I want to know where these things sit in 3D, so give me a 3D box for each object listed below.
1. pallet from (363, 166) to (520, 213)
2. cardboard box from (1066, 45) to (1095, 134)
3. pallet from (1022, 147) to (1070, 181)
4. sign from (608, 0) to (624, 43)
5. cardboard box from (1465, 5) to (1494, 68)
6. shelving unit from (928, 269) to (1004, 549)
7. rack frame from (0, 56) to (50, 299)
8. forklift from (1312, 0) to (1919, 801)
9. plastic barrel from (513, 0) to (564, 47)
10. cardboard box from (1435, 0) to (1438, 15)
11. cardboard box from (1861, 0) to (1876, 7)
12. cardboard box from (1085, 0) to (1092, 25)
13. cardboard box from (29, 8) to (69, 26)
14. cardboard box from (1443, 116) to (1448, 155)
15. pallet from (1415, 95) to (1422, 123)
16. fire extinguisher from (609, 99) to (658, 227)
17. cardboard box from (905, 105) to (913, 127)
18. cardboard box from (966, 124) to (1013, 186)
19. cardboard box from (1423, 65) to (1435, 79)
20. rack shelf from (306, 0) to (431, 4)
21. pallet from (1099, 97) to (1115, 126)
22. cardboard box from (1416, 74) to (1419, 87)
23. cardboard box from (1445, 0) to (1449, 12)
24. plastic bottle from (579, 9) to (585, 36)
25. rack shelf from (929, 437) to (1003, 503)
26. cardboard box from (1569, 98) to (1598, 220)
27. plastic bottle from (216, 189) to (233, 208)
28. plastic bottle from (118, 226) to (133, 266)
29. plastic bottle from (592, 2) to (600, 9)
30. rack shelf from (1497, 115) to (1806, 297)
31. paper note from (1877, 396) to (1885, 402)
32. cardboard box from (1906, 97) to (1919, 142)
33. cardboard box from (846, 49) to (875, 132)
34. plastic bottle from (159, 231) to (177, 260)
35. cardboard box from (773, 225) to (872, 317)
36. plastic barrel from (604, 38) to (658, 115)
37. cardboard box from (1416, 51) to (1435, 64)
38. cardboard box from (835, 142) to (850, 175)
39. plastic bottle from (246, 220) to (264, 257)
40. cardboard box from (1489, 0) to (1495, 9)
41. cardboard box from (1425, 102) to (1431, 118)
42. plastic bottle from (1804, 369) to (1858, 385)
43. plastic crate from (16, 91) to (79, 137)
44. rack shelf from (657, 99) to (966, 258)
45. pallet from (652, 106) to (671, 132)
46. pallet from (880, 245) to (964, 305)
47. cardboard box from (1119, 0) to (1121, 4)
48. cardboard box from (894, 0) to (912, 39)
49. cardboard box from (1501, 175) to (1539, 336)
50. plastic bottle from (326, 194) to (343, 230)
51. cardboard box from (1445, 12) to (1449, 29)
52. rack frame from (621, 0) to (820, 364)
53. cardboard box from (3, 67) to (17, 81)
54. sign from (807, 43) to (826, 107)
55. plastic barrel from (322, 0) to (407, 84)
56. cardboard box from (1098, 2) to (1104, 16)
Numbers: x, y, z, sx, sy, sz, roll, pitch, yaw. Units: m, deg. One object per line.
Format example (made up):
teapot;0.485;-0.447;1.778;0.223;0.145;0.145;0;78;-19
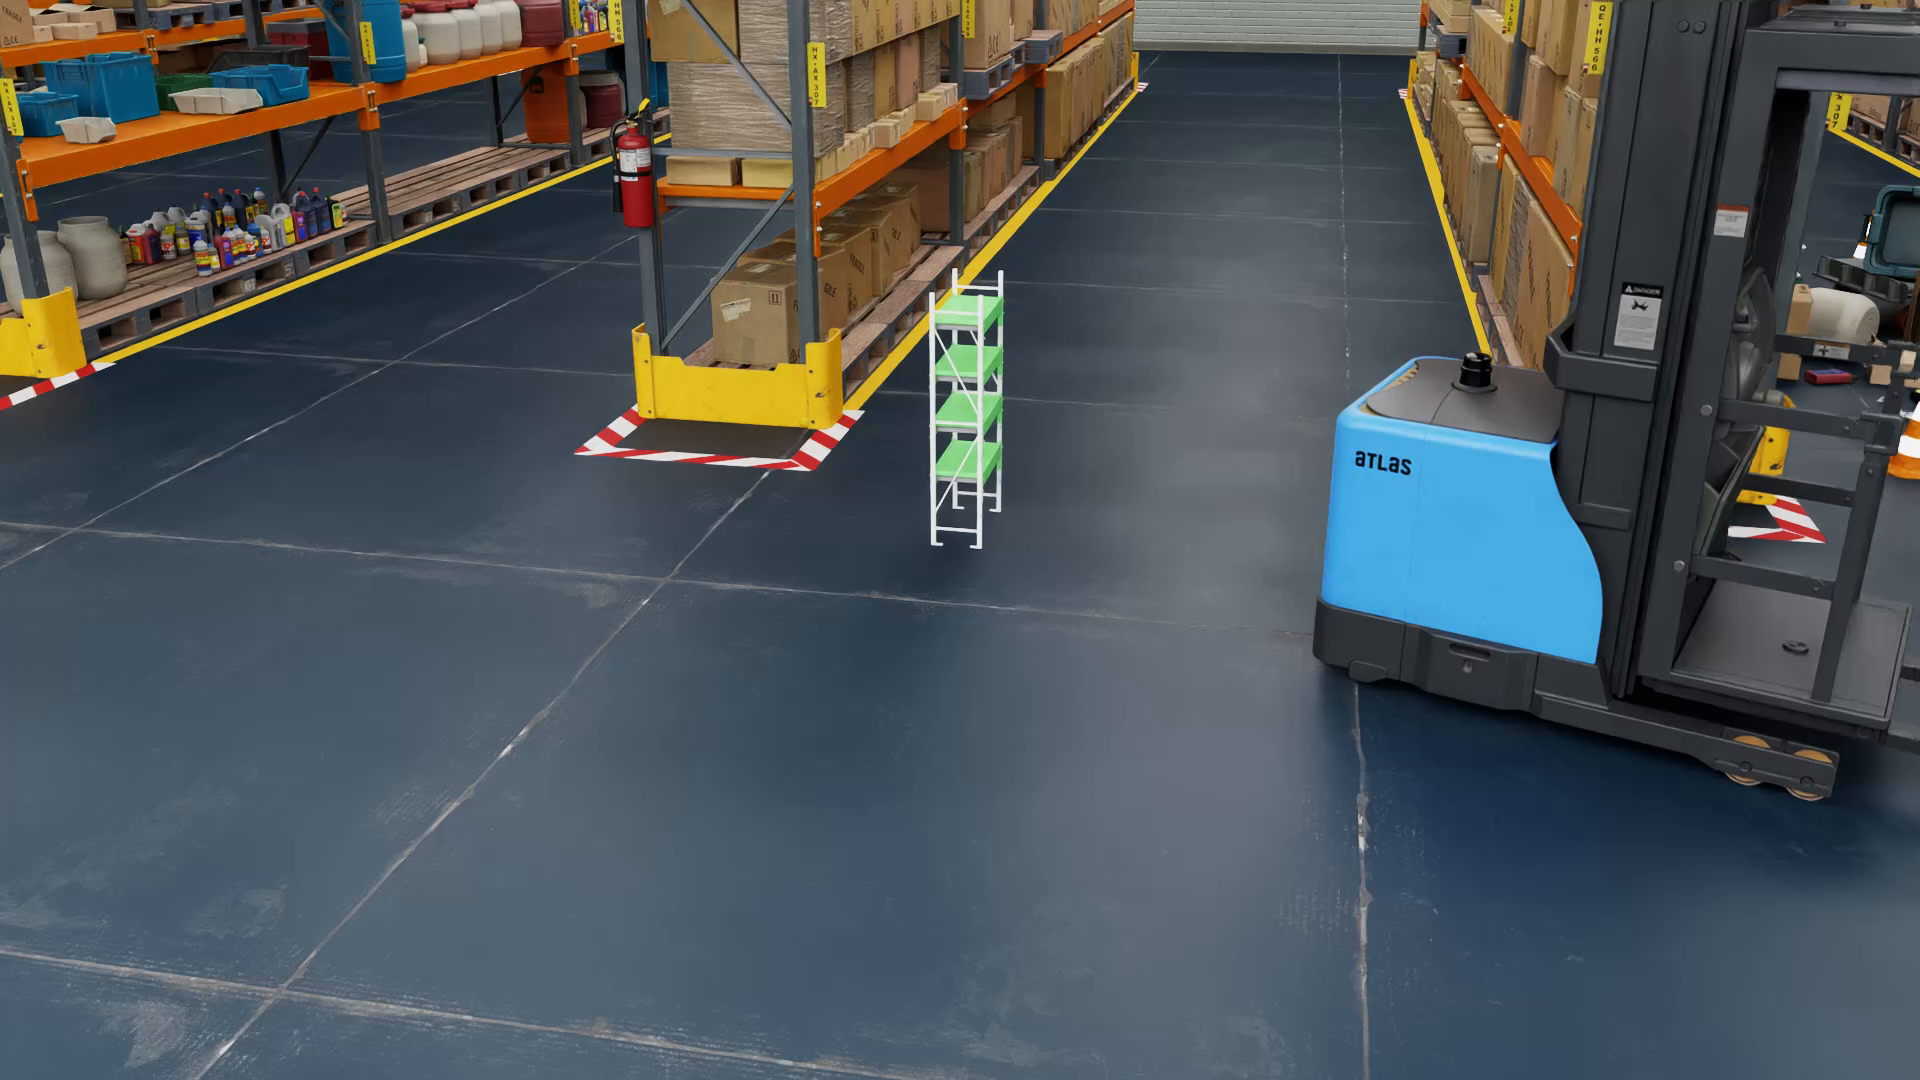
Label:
pallet;-4.953;-3.377;15.956;1.003;0.211;1.213;4;22;11
cardboard box;0.867;-5.128;18.852;1.225;0.875;0.875;4;22;9
pallet;0.577;-4.007;17.520;1.003;0.211;1.213;4;22;11
sign;-1.829;-2.825;8.881;0.100;0.325;0.005;4;22;11
cardboard box;4.822;-4.506;14.892;0.500;0.500;0.500;5;22;12
shelving unit;0.034;-0.617;7.780;0.258;1.200;0.503;4;22;11
rack frame;-6.138;-2.470;9.971;1.000;3.000;0.127;4;22;11
forklift;2.913;-0.701;5.670;3.031;2.935;1.130;13;25;29
plastic barrel;-4.304;-5.266;16.731;0.600;0.536;0.708;4;22;11
cardboard box;5.254;-5.657;17.659;0.380;0.149;0.250;3;22;9
cardboard box;10.893;-6.334;19.433;0.500;0.500;0.500;4;22;10
cardboard box;1.223;-6.155;18.987;0.500;0.500;0.500;5;23;13
cardboard box;-9.726;-5.421;17.417;0.500;0.311;0.500;4;22;10
cardboard box;5.166;-4.088;16.774;0.500;0.500;0.500;5;23;13
pallet;6.343;-5.468;21.148;1.003;0.211;1.213;4;22;11
fire extinguisher;-1.764;-2.050;9.031;0.296;0.674;0.183;4;22;11
cardboard box;-0.533;-2.884;11.336;0.380;0.149;0.250;4;22;11
cardboard box;0.125;-3.612;15.564;0.700;0.500;0.500;3;22;6
cardboard box;6.006;-5.847;20.813;0.380;0.149;0.250;4;22;9
rack shelf;-8.130;-7.635;23.759;1.077;0.370;4.000;4;22;11
pallet;1.391;-5.459;21.127;1.003;0.211;1.213;4;22;11
cardboard box;6.390;-6.234;22.571;0.380;0.149;0.250;5;22;12
cardboard box;4.937;-5.229;16.197;0.380;0.149;0.250;5;22;12
plastic bottle;-4.051;-5.510;17.691;0.097;0.271;0.097;0;22;0
rack shelf;0.034;-0.335;7.893;0.258;0.148;0.480;4;22;11
cardboard box;3.577;-1.886;8.320;0.875;0.550;0.550;4;22;11
plastic bottle;-5.893;-2.644;13.361;0.144;0.351;0.185;5;22;12
plastic bottle;-6.187;-2.163;12.256;0.061;0.283;0.133;5;22;12
plastic bottle;-4.267;-6.200;19.498;0.097;0.201;0.097;0;22;0
rack shelf;3.954;-2.075;9.953;1.077;0.370;4.000;4;22;11
paper note;5.507;-0.840;9.926;0.032;0.001;0.123;18;28;38
cardboard box;10.812;-4.702;17.795;0.875;0.875;0.875;5;23;13
cardboard box;-1.022;-2.847;10.376;0.875;0.500;0.500;4;22;11
plastic bottle;-5.960;-2.219;12.505;0.097;0.201;0.097;0;22;0
cardboard box;-0.911;-1.803;11.100;0.500;0.500;0.500;7;23;16
plastic barrel;-3.962;-5.623;20.047;0.600;0.901;0.708;4;22;11
cardboard box;6.371;-6.511;22.463;0.380;0.149;0.250;3;22;8
cardboard box;-0.863;-2.242;9.741;0.380;0.149;0.250;4;22;11
plastic bottle;-5.332;-2.284;12.572;0.097;0.271;0.097;0;22;0
cardboard box;5.076;-4.950;14.656;0.700;0.500;0.500;4;22;11
cardboard box;5.741;-5.108;19.774;0.380;0.149;0.250;5;22;12
plastic bottle;5.387;-1.010;10.280;0.283;0.061;0.133;-3;22;-8
plastic crate;-6.191;-2.844;11.098;0.499;0.251;0.408;4;22;11
rack shelf;-0.881;-2.490;10.984;1.077;0.370;4.000;4;22;11
pallet;-3.888;-5.286;20.696;1.003;0.211;1.213;4;22;11
pallet;-0.576;-2.013;12.570;1.003;0.211;1.213;4;22;11
cardboard box;1.913;-7.113;21.836;0.380;0.149;0.250;5;22;12
cardboard box;-0.605;-3.469;10.582;0.500;0.500;0.500;4;22;11
cardboard box;3.985;-1.795;10.576;0.875;0.875;0.875;5;22;11
plastic bottle;-5.097;-2.676;13.529;0.061;0.283;0.133;6;23;14
cardboard box;4.881;-4.987;15.996;0.380;0.149;0.250;4;22;11
rack frame;-1.290;-2.092;9.033;1.000;3.000;0.127;4;22;11
cardboard box;-13.394;-6.564;22.451;0.750;0.750;0.750;5;22;12
sign;-0.758;-2.452;8.769;0.100;0.325;0.005;4;22;11
plastic barrel;-4.947;-4.283;13.803;0.600;0.901;0.708;4;22;11
cardboard box;1.545;-6.447;20.183;0.380;0.149;0.250;5;22;11
